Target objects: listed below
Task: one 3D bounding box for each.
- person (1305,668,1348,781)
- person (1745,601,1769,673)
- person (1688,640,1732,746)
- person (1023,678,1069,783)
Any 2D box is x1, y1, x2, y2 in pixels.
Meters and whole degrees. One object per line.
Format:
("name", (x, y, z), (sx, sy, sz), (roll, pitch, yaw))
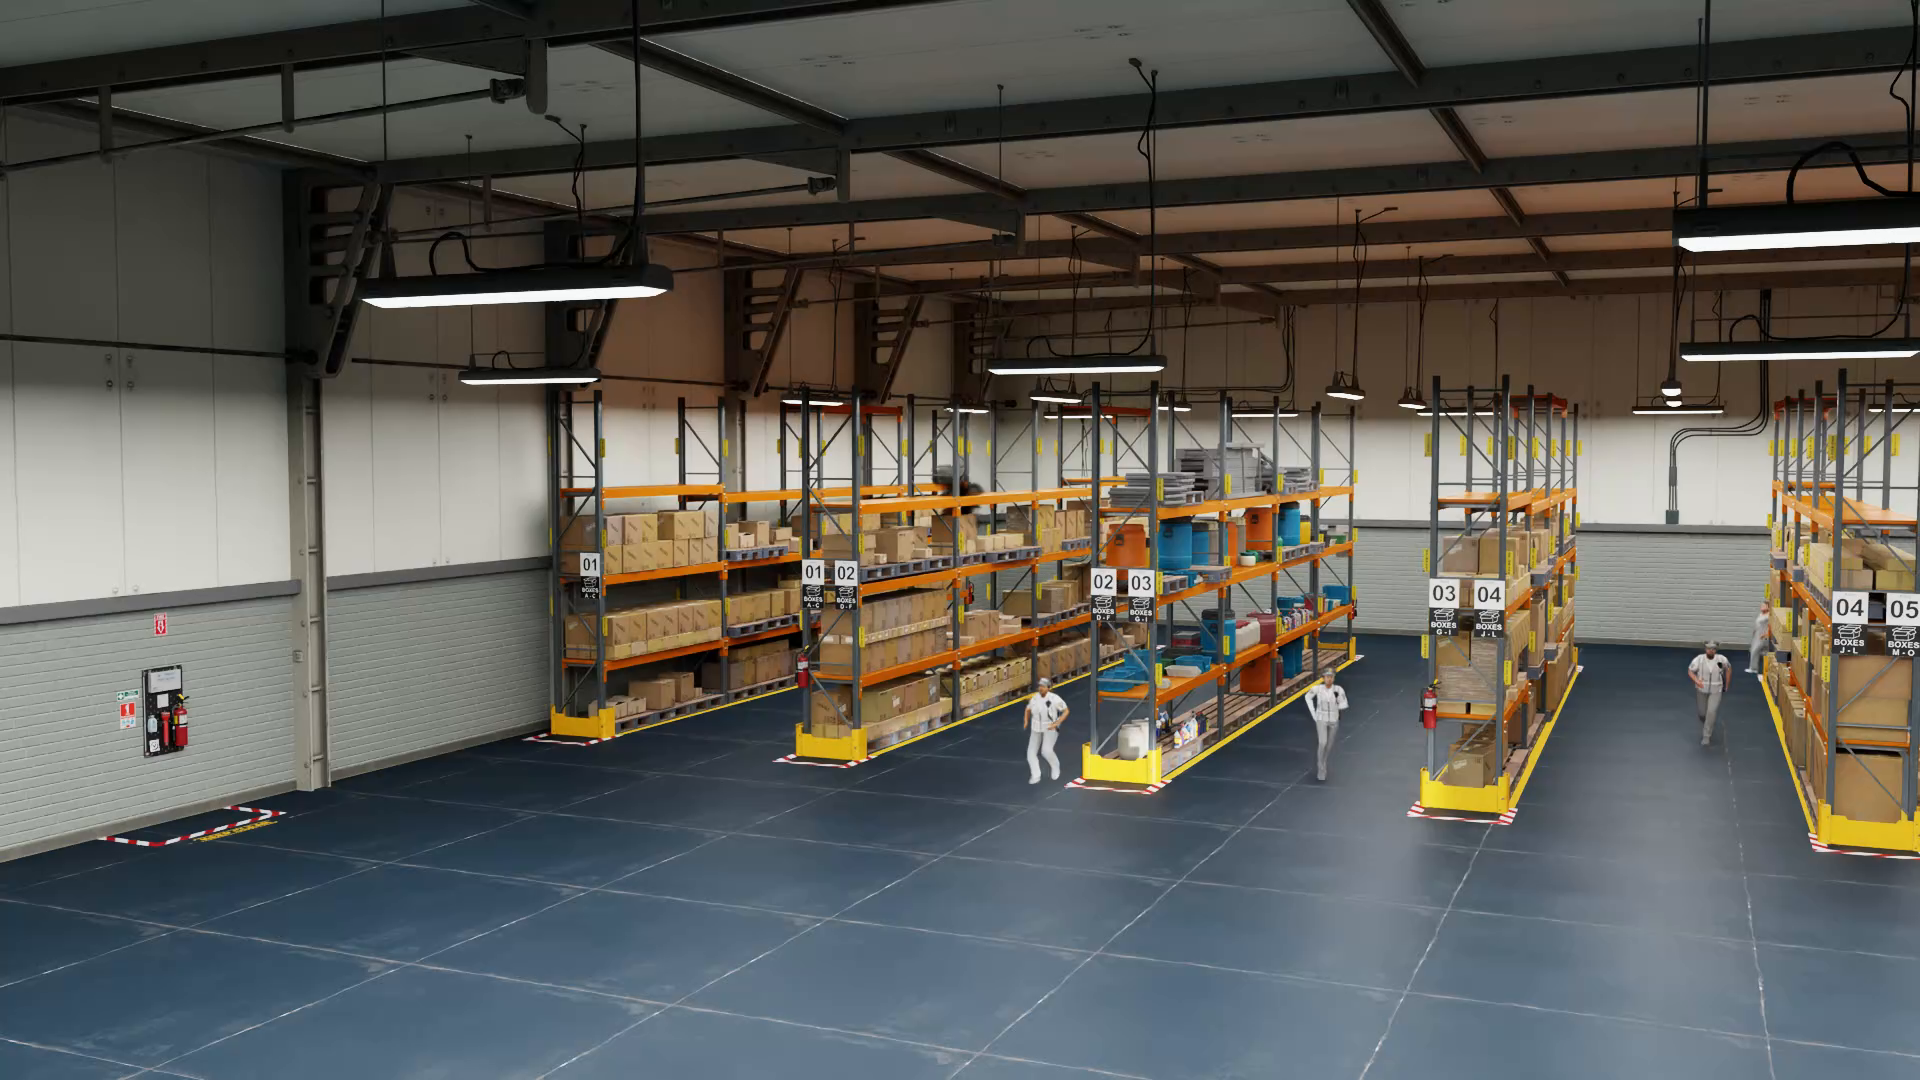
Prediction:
("person", (5.572, 2.775, 25.235), (0.595, 1.720, 0.760), (0, 3, -1))
("person", (17.865, 2.165, 36.932), (0.654, 1.617, 0.595), (-1, 3, -10))
("person", (12.771, 2.566, 28.338), (0.686, 1.777, 0.964), (1, 3, 25))
("person", (1.252, 2.863, 24.756), (0.703, 1.628, 0.551), (1, 3, 24))
